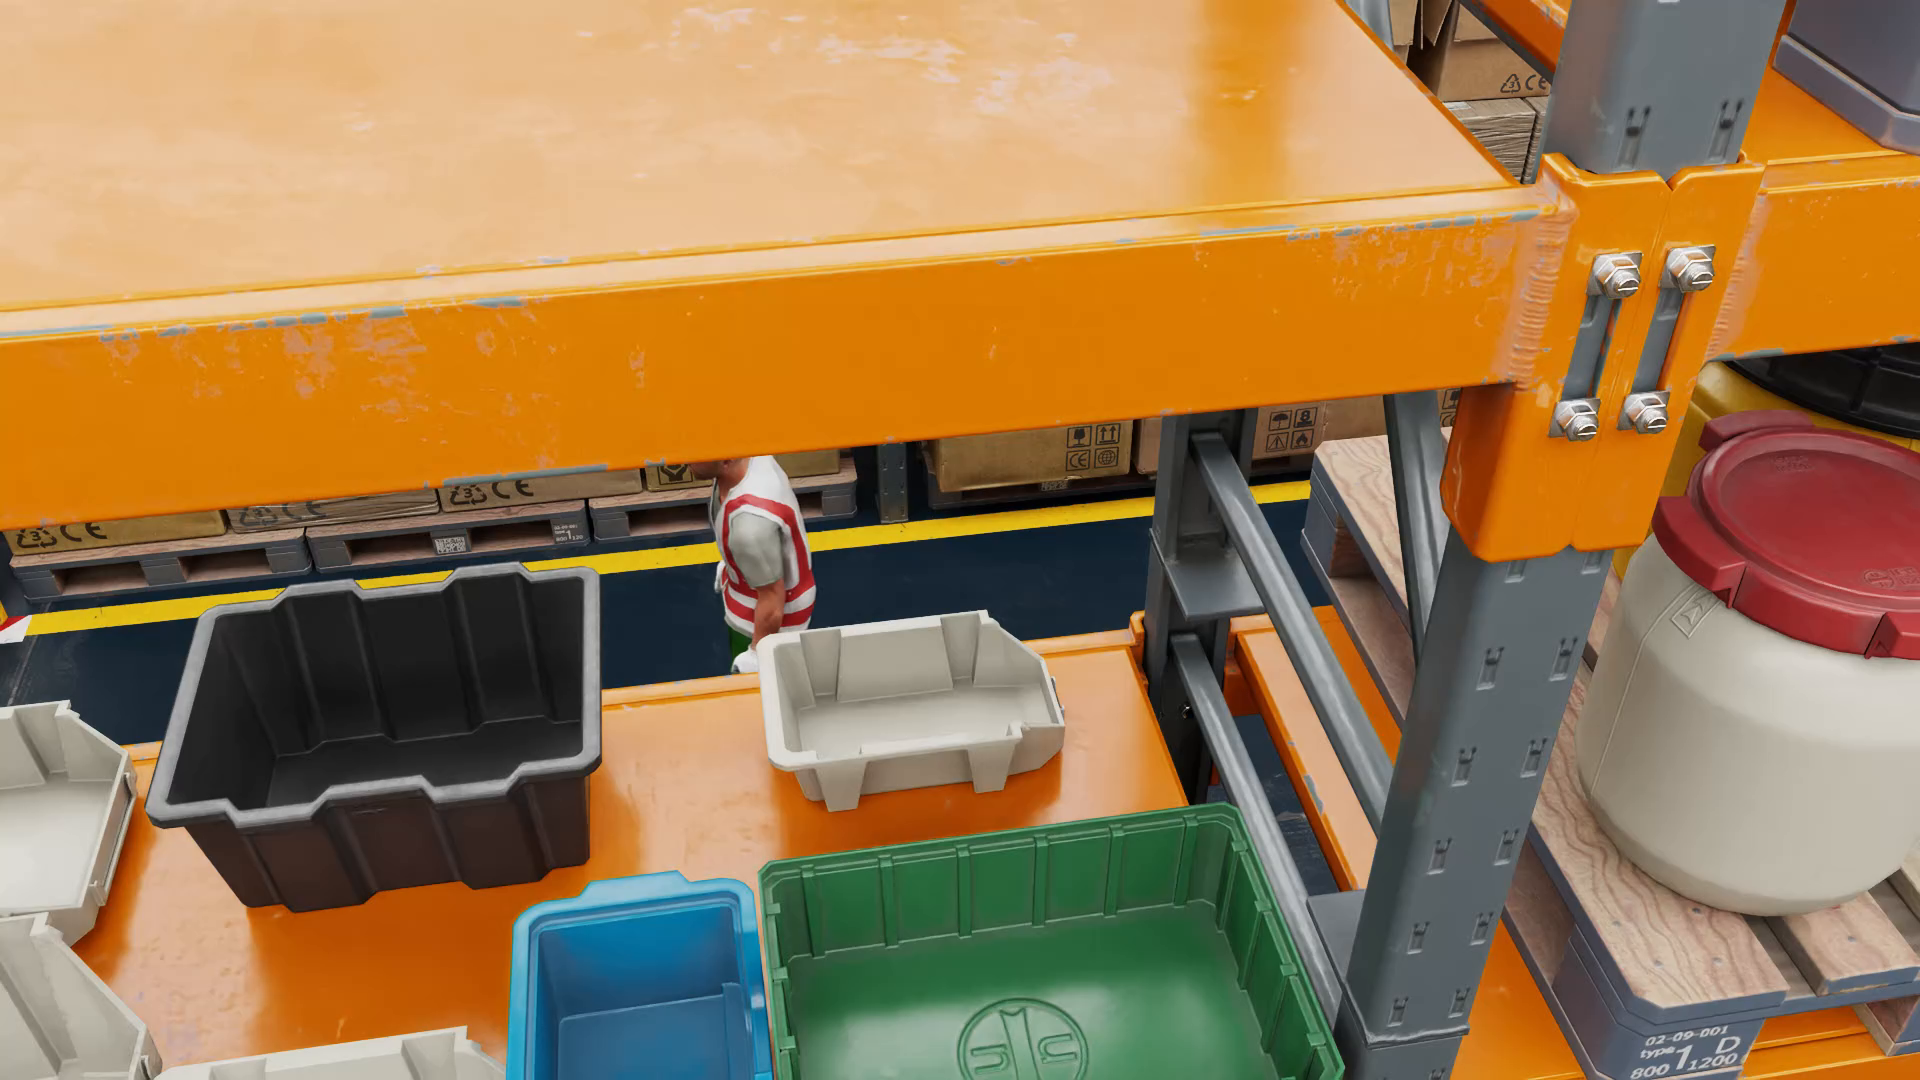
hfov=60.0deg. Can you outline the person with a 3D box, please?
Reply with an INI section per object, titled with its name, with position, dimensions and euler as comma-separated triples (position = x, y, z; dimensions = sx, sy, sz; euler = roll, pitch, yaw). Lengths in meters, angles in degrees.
[person]
position = -0.734, 0.245, 5.831
dimensions = 0.446, 1.778, 0.623
euler = -8, 39, -10
